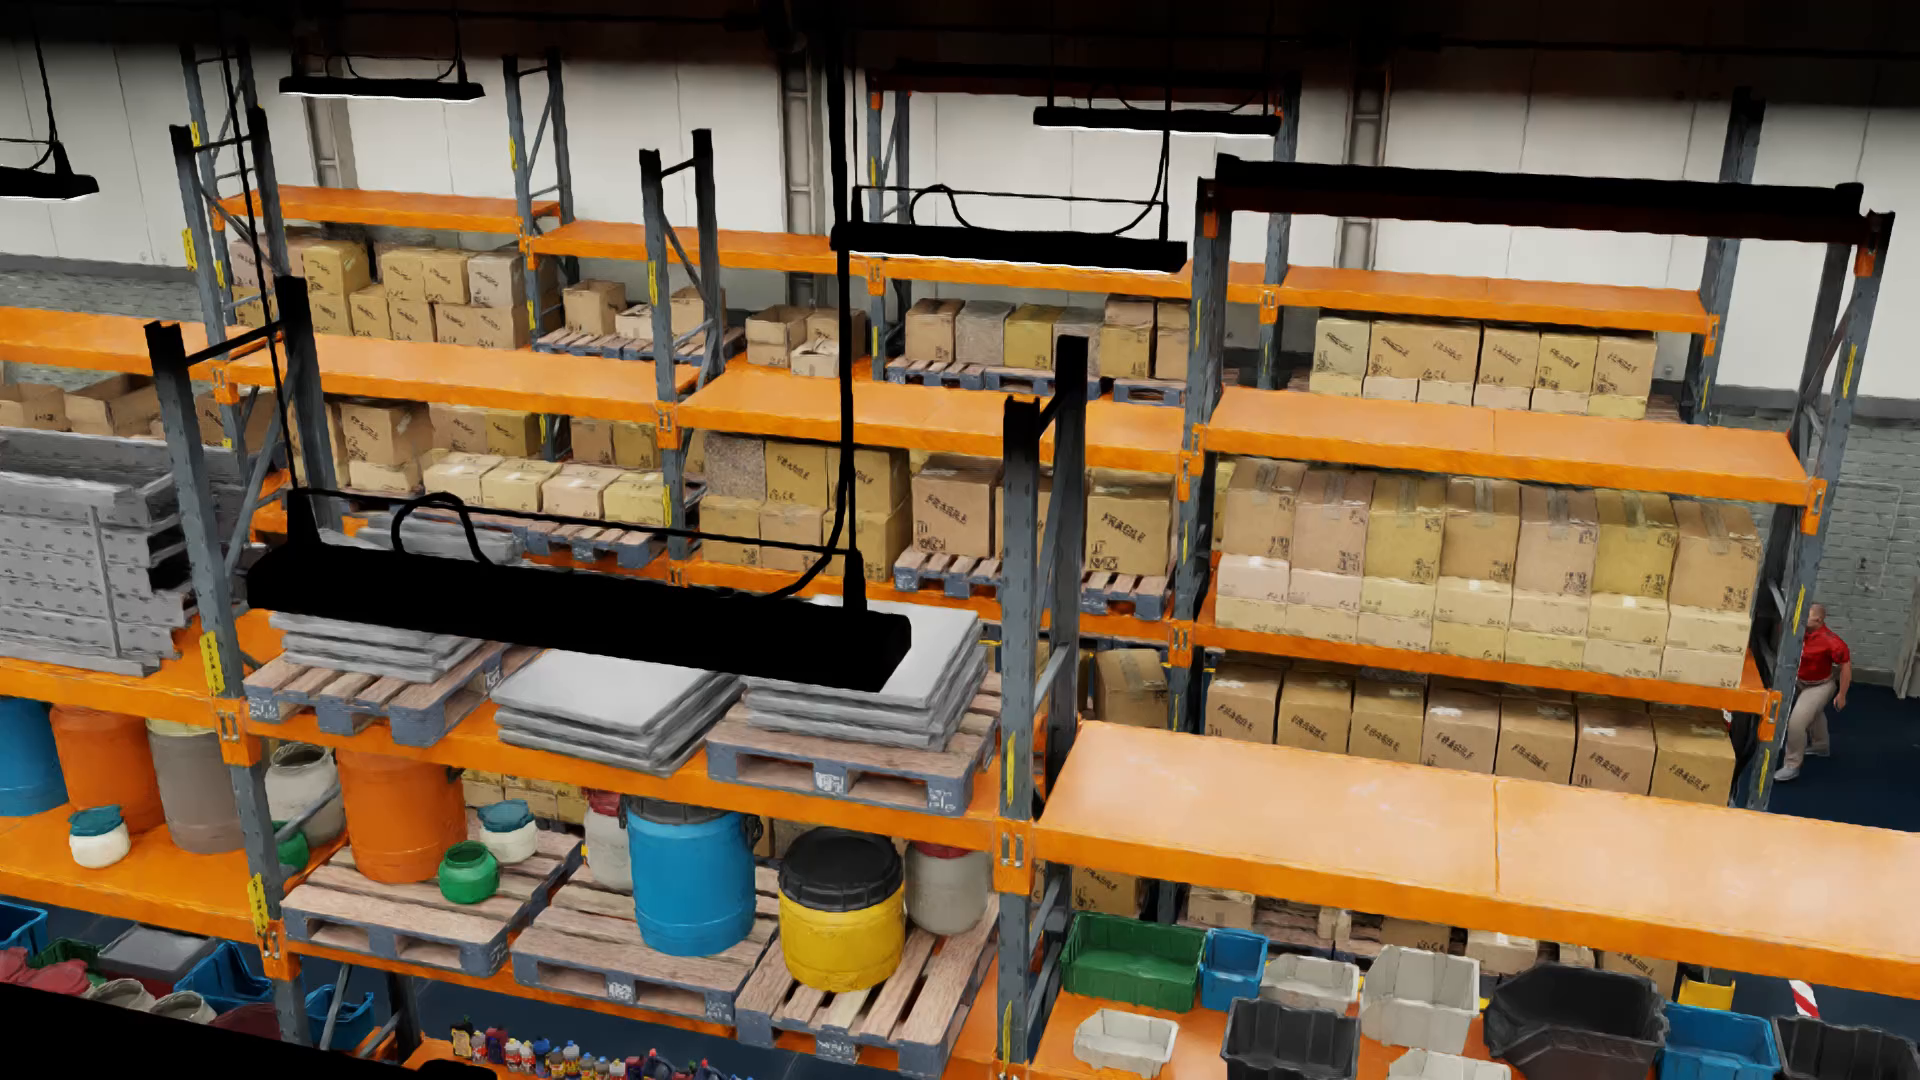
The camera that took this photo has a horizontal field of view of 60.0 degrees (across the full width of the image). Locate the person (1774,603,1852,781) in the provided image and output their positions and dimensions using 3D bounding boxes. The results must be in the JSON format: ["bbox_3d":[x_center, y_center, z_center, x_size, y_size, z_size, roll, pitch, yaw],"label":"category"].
[{"bbox_3d":[7.873,1.346,15.356,0.808,1.669,0.693,-1,23,-3],"label":"person"}]
